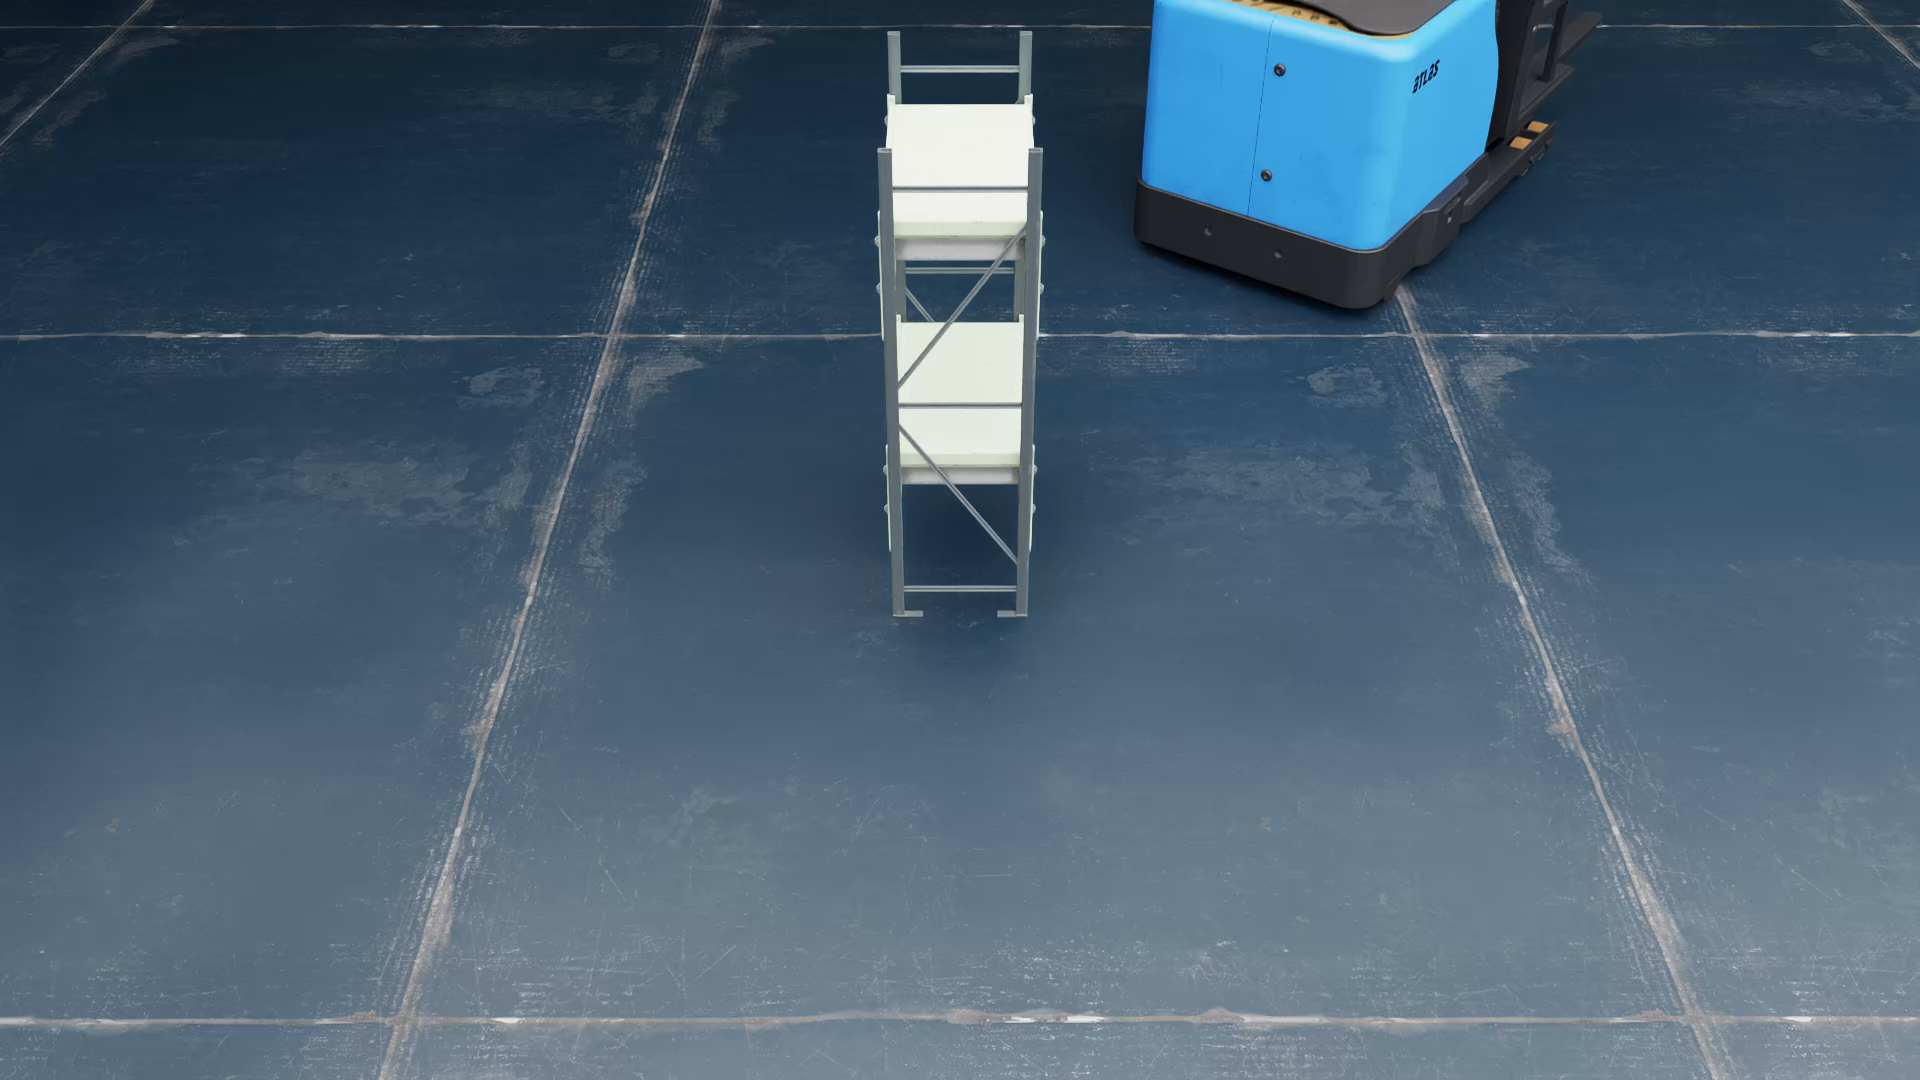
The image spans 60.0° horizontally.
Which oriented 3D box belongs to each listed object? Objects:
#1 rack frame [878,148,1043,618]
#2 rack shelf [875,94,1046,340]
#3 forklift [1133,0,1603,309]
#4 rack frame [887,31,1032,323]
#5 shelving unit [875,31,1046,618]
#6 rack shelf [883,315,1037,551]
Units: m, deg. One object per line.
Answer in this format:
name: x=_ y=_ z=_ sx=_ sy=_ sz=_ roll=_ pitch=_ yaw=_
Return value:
rack frame: x=0.000 y=-0.361 z=4.501 sx=0.400 sy=1.500 sz=0.023 roll=0 pitch=39 yaw=0
rack shelf: x=0.000 y=-0.894 z=4.542 sx=0.431 sy=0.370 sz=0.720 roll=0 pitch=39 yaw=0
forklift: x=1.966 y=-2.883 z=6.503 sx=1.130 sy=2.935 sz=3.031 roll=24 pitch=45 yaw=27
rack frame: x=0.000 y=-0.818 z=5.072 sx=0.400 sy=1.500 sz=0.023 roll=0 pitch=39 yaw=0
shelving unit: x=0.000 y=-0.589 z=4.786 sx=0.431 sy=1.500 sz=0.755 roll=0 pitch=39 yaw=0
rack shelf: x=0.000 y=-0.335 z=4.990 sx=0.431 sy=0.370 sz=0.720 roll=0 pitch=39 yaw=0
